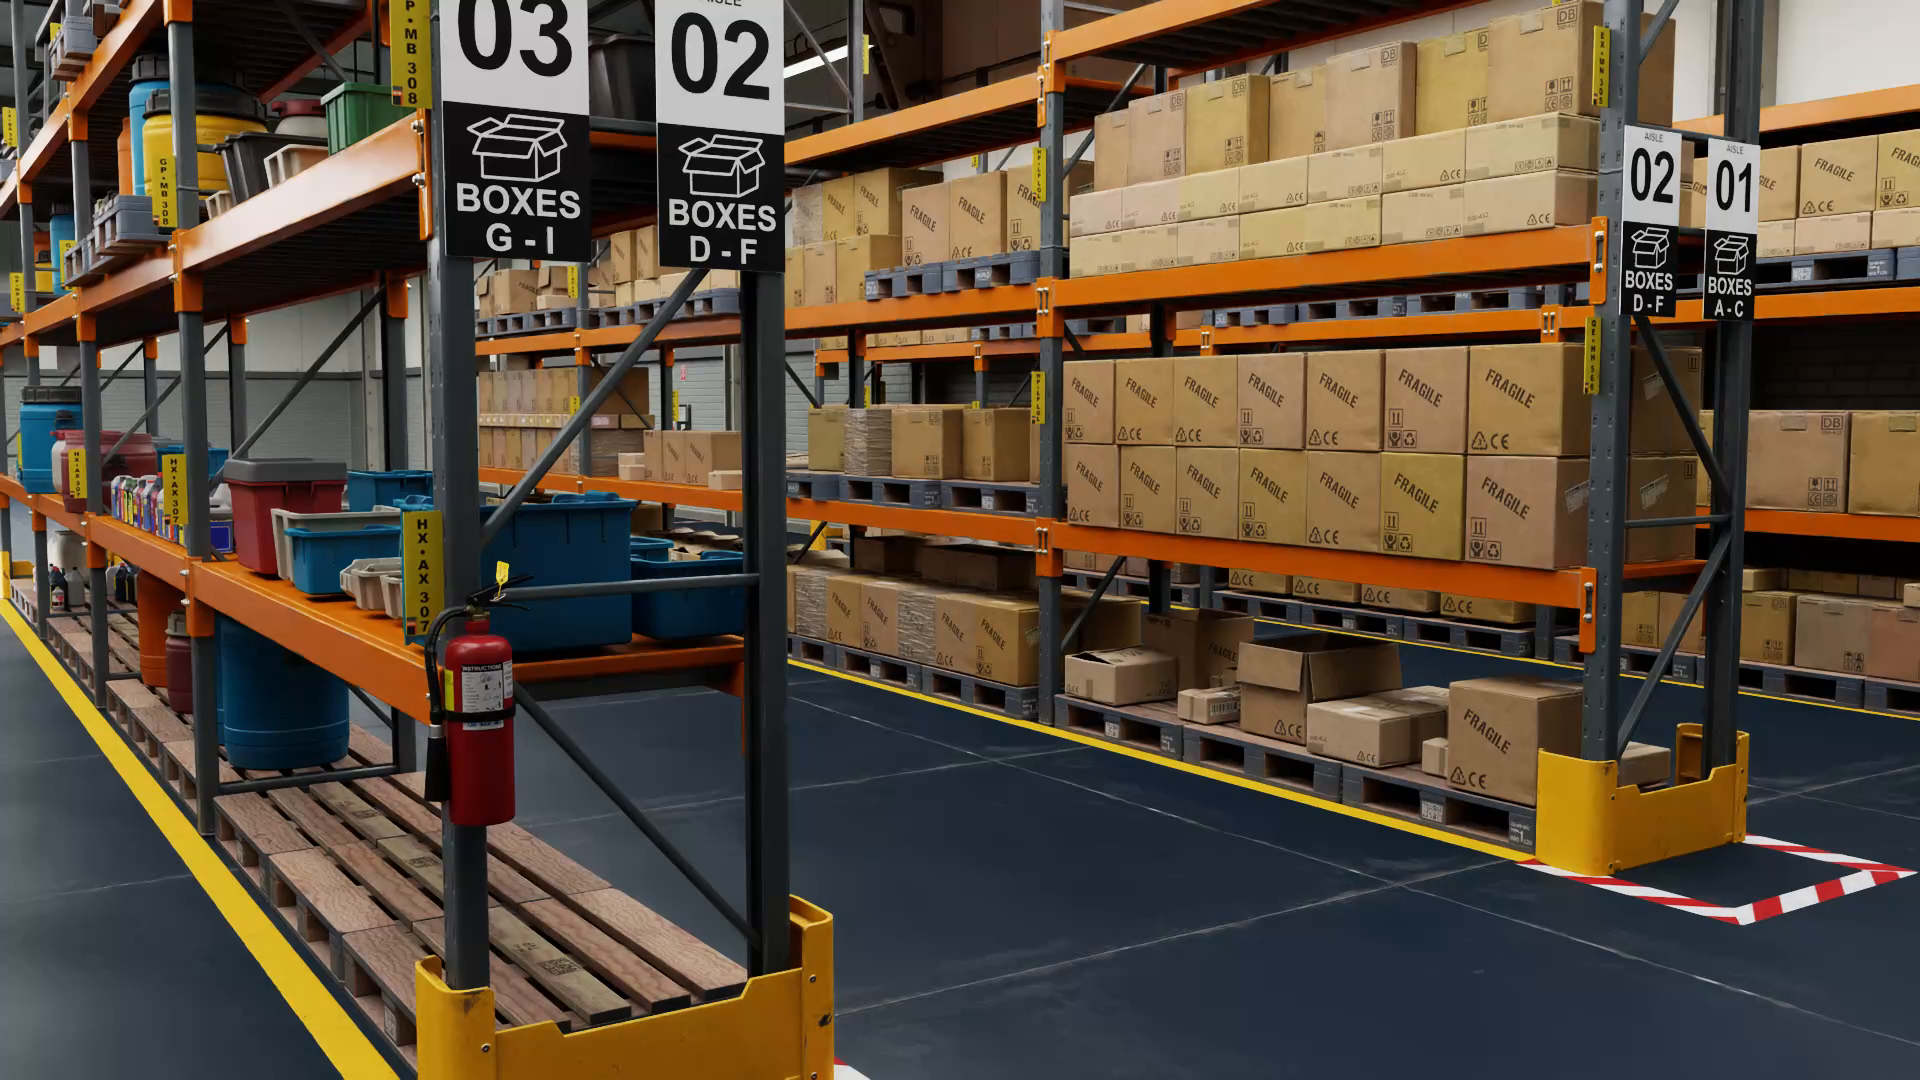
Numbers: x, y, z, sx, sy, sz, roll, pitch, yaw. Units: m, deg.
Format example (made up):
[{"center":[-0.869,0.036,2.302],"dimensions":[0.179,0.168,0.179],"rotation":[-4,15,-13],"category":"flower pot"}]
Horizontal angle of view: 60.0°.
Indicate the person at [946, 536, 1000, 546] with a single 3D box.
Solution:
[{"center":[0.158,-0.110,15.686],"dimensions":[0.710,1.827,0.418],"rotation":[-2,5,-18],"category":"person"}]
